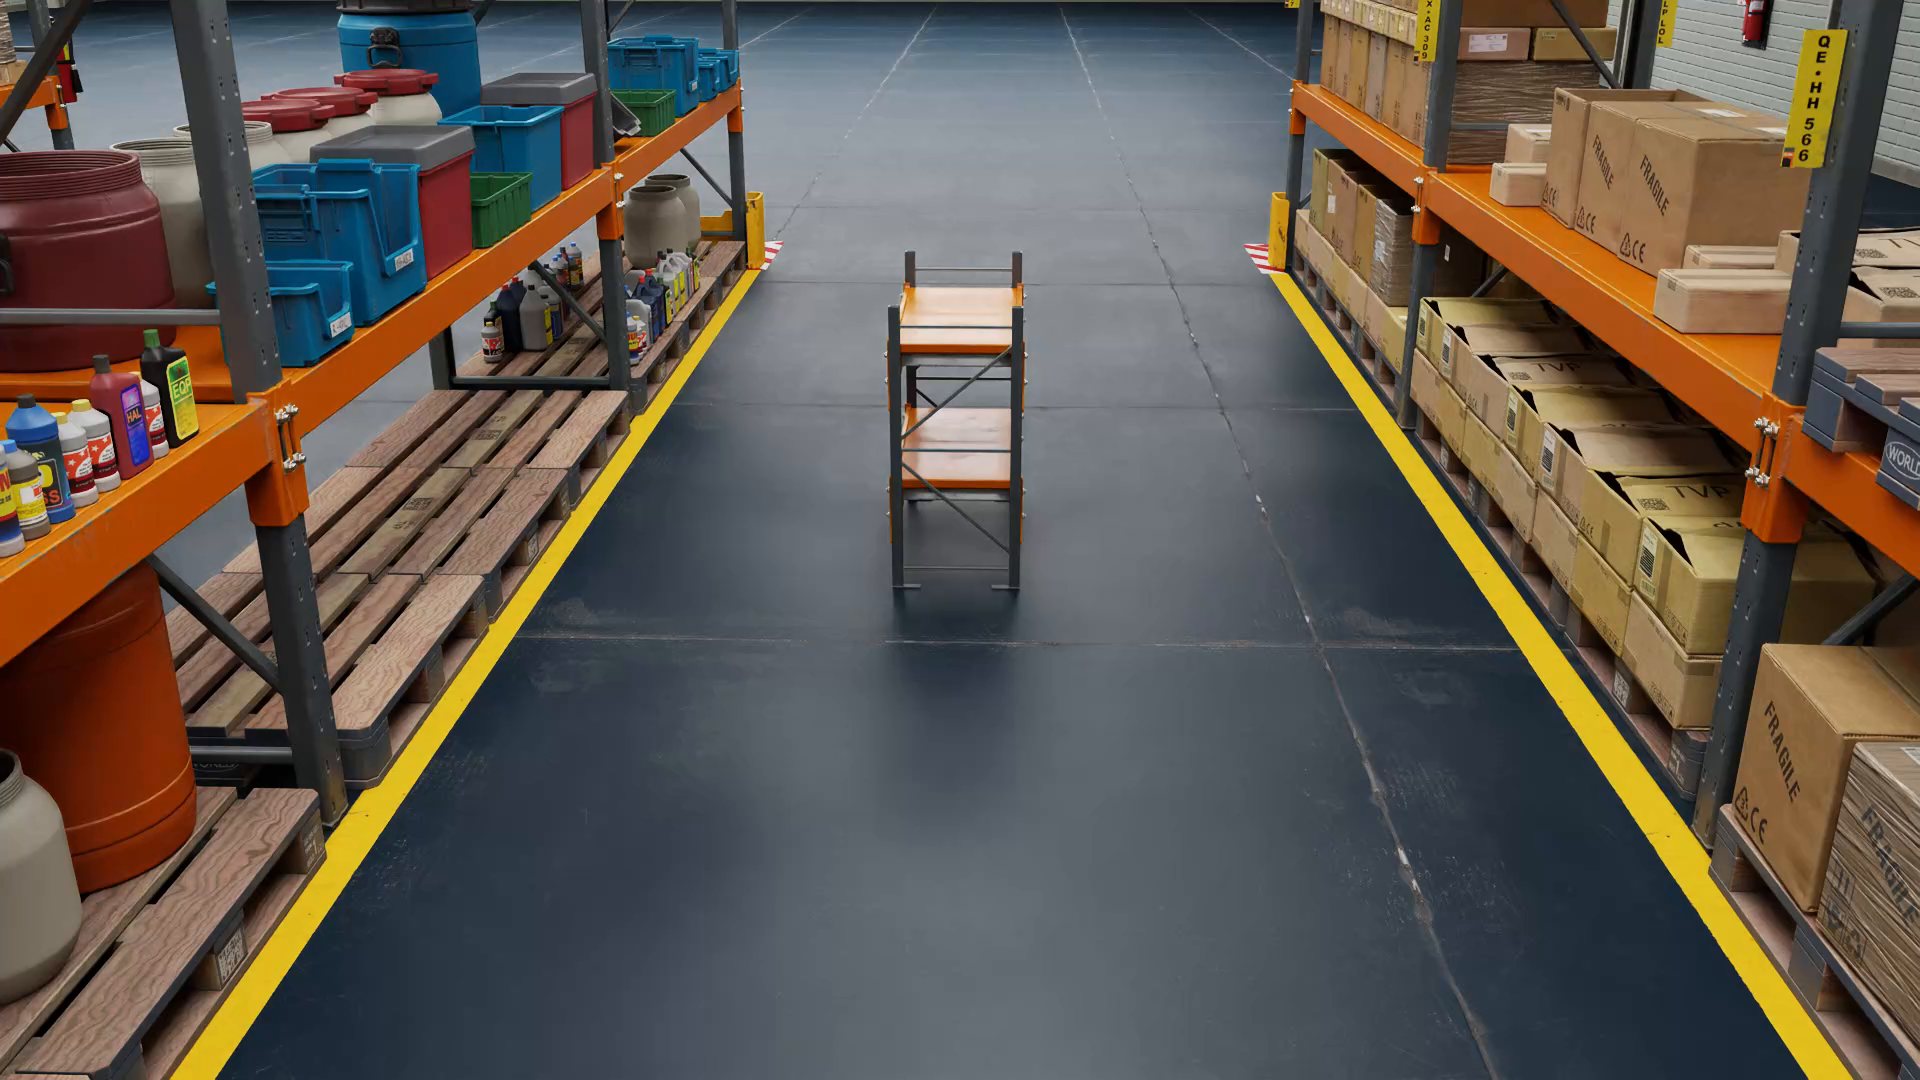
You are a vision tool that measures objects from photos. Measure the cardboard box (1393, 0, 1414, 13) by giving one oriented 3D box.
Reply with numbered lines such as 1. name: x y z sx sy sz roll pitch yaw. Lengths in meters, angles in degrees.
1. cardboard box: 2.786 -3.146 9.059 0.700 0.500 0.500 1 21 2

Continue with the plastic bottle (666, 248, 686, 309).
1. plastic bottle: -1.739 -1.573 9.990 0.144 0.351 0.185 2 21 4

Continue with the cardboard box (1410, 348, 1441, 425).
1. cardboard box: 2.489 -0.741 8.013 0.500 0.250 0.500 0 21 0

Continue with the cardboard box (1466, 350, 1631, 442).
1. cardboard box: 2.452 -0.631 6.954 0.500 0.311 0.500 0 21 0

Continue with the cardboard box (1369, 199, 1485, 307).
1. cardboard box: 2.571 -1.585 9.150 0.500 0.500 0.500 1 21 2

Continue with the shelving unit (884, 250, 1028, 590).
1. shelving unit: 0.000 -0.522 6.819 0.538 1.125 1.048 1 21 2

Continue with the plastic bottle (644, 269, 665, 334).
1. plastic bottle: -1.757 -1.352 9.420 0.144 0.351 0.185 0 21 -1

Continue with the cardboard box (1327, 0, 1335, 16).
1. cardboard box: 2.638 -3.531 10.947 0.380 0.149 0.250 0 21 0

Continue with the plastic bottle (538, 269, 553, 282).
1. plastic bottle: -2.446 -1.442 9.757 0.152 0.276 0.135 1 21 3

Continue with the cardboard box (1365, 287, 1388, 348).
1. cardboard box: 2.569 -1.235 9.286 0.500 0.250 0.500 1 21 2

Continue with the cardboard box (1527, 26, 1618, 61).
1. cardboard box: 2.950 -2.414 8.070 0.380 0.149 0.250 1 21 2

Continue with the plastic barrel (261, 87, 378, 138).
1. plastic barrel: -2.473 -1.481 6.511 0.433 0.535 0.433 0 21 0

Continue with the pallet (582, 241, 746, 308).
1. pallet: -2.066 -1.851 11.507 1.003 0.211 1.213 1 21 2

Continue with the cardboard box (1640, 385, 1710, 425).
1. cardboard box: 2.977 -0.446 6.477 0.500 0.311 0.500 0 21 1

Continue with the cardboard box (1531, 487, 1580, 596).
1. cardboard box: 2.429 0.001 6.101 0.500 0.250 0.500 1 21 3

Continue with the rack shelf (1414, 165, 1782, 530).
1. rack shelf: 2.688 -0.912 6.227 1.077 0.370 4.000 1 21 2

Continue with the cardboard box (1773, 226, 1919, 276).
1. cardboard box: 2.848 -0.804 5.077 0.500 0.311 0.500 0 21 1

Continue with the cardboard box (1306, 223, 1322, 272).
1. cardboard box: 2.620 -1.958 11.150 0.500 0.250 0.500 1 21 2

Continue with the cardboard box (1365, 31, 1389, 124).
1. cardboard box: 2.799 -2.735 9.793 0.700 0.500 0.500 1 21 3

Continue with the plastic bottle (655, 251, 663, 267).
1. plastic bottle: -1.840 -1.653 10.288 0.061 0.283 0.133 1 21 2

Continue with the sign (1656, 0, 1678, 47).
1. sign: 3.291 -2.471 7.759 0.100 0.325 0.005 1 21 2

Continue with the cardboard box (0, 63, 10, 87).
1. cardboard box: -6.842 -3.214 11.513 0.380 0.149 0.250 1 21 2

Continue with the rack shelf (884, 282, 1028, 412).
1. rack shelf: 0.000 -0.795 6.713 0.538 0.278 1.000 1 21 2

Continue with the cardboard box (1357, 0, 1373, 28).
1. cardboard box: 2.606 -3.161 9.993 0.380 0.149 0.250 0 21 1

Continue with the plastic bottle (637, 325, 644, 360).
1. plastic bottle: -1.752 -1.074 8.910 0.097 0.201 0.097 0 21 0

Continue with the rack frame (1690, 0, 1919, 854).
1. rack frame: 2.627 -0.524 4.233 1.000 3.000 0.127 1 21 2

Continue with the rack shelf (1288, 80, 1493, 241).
1. rack shelf: 2.809 -2.358 9.954 1.077 0.370 4.000 1 21 2

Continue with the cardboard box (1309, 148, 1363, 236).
1. cardboard box: 2.618 -2.308 11.014 0.500 0.500 0.500 1 21 2

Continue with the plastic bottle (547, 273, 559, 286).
1. plastic bottle: -2.352 -1.395 9.625 0.061 0.283 0.133 1 21 2

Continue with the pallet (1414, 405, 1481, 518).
1. pallet: 2.765 -0.404 7.777 1.003 0.211 1.213 1 21 2

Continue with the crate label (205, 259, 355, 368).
1. crate label: -1.937 -0.650 4.789 0.303 0.233 0.416 1 21 2

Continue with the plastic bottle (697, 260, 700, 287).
1. plastic bottle: -1.699 -1.704 10.535 0.097 0.201 0.097 0 21 0

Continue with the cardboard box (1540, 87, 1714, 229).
1. cardboard box: 2.693 -1.549 6.736 0.500 0.500 0.500 2 21 6

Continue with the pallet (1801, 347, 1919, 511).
1. pallet: 2.676 -0.189 3.634 1.213 0.211 1.003 1 21 2

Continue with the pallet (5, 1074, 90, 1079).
1. pallet: -2.346 1.445 3.012 1.003 0.211 1.213 1 21 2

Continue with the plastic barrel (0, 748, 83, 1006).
1. plastic barrel: -2.250 0.766 3.766 0.421 0.512 0.421 0 21 0

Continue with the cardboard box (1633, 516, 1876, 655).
1. cardboard box: 2.397 0.108 5.048 0.500 0.311 0.500 1 21 3

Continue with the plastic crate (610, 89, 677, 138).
1. plastic crate: -1.879 -2.415 9.400 0.450 0.188 0.662 1 21 2

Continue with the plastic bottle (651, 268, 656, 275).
1. plastic bottle: -1.863 -1.558 10.157 0.097 0.201 0.097 0 21 0

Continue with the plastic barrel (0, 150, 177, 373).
1. plastic barrel: -2.613 -0.815 4.793 0.600 0.536 0.708 1 21 2

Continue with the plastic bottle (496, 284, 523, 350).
1. plastic bottle: -2.471 -1.232 9.112 0.144 0.351 0.185 0 21 0

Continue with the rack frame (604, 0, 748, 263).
1. rack frame: -2.081 -3.473 11.832 1.000 3.000 0.127 1 21 2

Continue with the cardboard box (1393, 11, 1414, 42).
1. cardboard box: 2.575 -2.788 9.033 0.380 0.149 0.250 1 21 1

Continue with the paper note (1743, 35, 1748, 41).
1. paper note: 9.035 -5.816 19.089 0.016 0.148 0.142 1 21 2

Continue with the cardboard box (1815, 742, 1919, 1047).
1. cardboard box: 2.317 0.787 3.702 0.500 0.500 0.500 0 21 0

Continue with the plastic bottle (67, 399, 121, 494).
1. plastic bottle: -1.939 -0.211 3.702 0.097 0.201 0.097 0 21 0

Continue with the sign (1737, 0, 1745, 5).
1. sign: 9.081 -6.379 19.273 0.001 0.329 0.234 1 21 2

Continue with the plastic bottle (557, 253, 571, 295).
1. plastic bottle: -2.458 -1.630 10.246 0.097 0.271 0.097 0 21 0

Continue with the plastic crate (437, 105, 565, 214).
1. plastic crate: -1.925 -1.617 7.071 0.392 0.384 0.575 1 21 2
